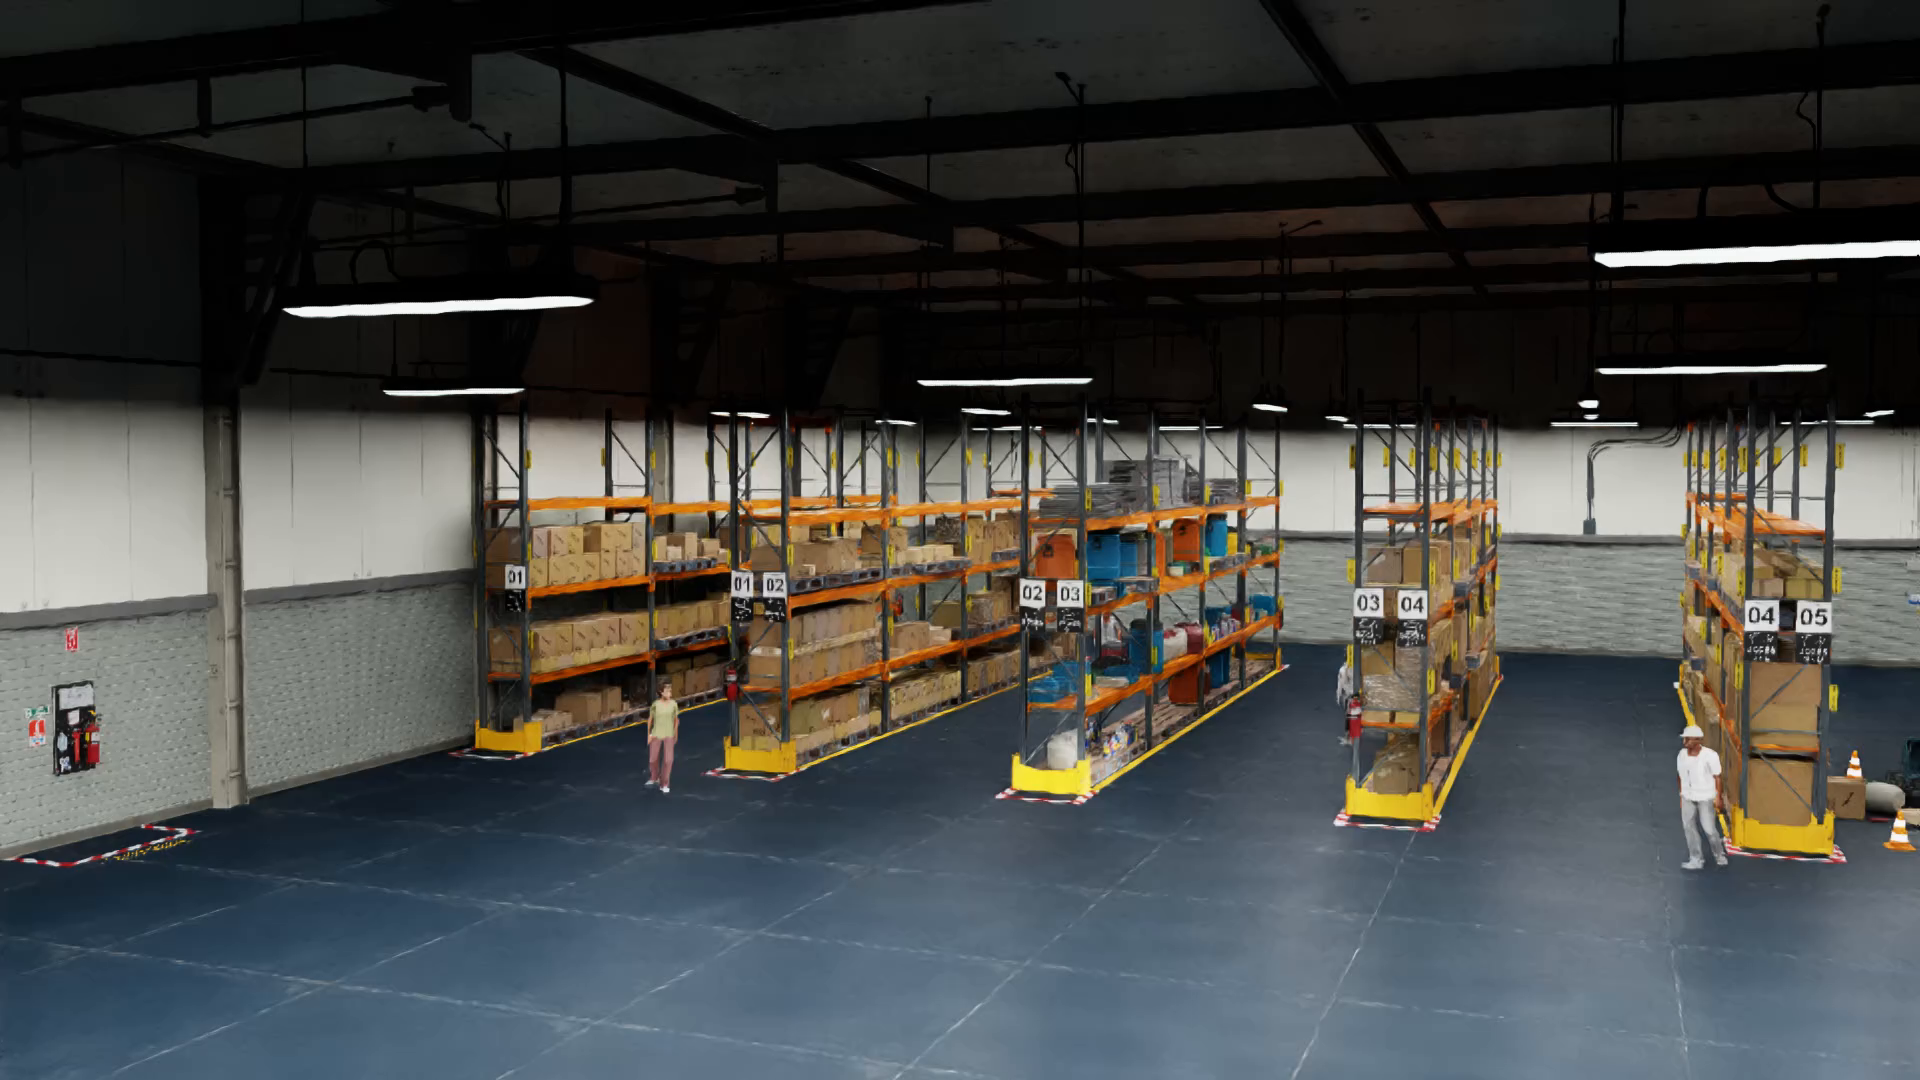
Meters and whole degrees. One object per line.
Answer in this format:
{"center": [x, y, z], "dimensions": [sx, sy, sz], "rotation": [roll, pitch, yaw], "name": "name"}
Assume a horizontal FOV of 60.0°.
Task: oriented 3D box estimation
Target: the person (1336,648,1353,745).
{"center": [6.820, 2.732, 29.220], "dimensions": [0.573, 1.665, 0.539], "rotation": [-2, 4, -40], "name": "person"}

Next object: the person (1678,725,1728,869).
{"center": [9.079, 3.138, 20.355], "dimensions": [0.582, 1.753, 0.611], "rotation": [-2, 3, -33], "name": "person"}

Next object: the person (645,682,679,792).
{"center": [-4.501, 2.954, 25.110], "dimensions": [0.502, 1.659, 0.534], "rotation": [-1, 3, -15], "name": "person"}

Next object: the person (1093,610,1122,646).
{"center": [3.300, 2.325, 37.308], "dimensions": [0.677, 1.742, 0.552], "rotation": [1, 3, 19], "name": "person"}
